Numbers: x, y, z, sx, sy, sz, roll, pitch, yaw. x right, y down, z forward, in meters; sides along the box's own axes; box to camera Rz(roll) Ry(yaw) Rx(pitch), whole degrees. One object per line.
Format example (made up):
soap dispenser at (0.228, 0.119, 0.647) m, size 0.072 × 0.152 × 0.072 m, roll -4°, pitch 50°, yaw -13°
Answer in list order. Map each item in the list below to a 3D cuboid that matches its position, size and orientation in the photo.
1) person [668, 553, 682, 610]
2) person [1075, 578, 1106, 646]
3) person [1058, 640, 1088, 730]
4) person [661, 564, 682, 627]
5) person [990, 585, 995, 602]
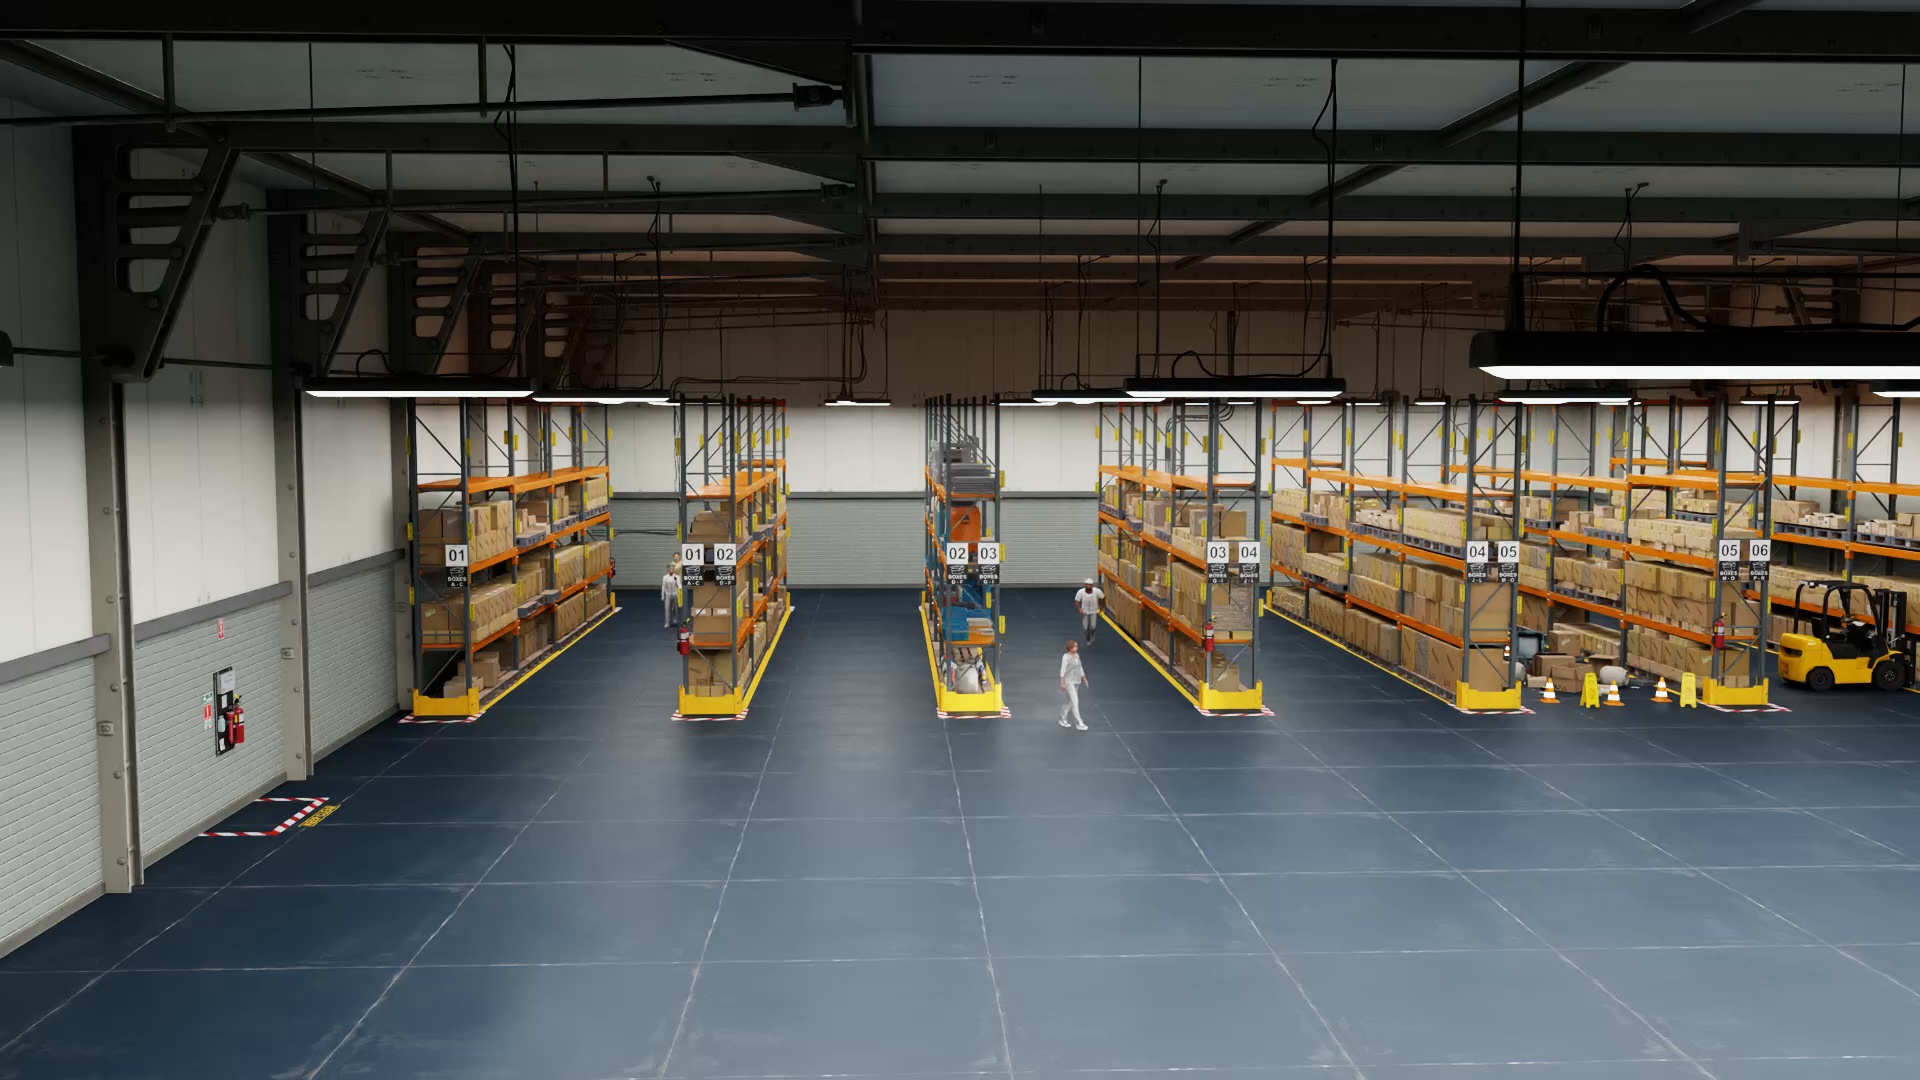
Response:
person at (-8.055, 1.163, 47.314) m, size 0.503 × 1.609 × 1.058 m, roll 0°, pitch 5°, yaw -5°
person at (3.130, 1.732, 39.977) m, size 0.743 × 1.670 × 0.683 m, roll 0°, pitch 5°, yaw 6°
person at (2.054, 2.584, 29.683) m, size 0.789 × 1.566 × 0.488 m, roll 3°, pitch 6°, yaw 37°
person at (-7.573, 1.438, 43.631) m, size 0.544 × 1.606 × 1.046 m, roll -1°, pitch 5°, yaw -8°
person at (0.690, 0.966, 49.044) m, size 0.640 × 1.740 × 0.588 m, roll 1°, pitch 5°, yaw 16°
